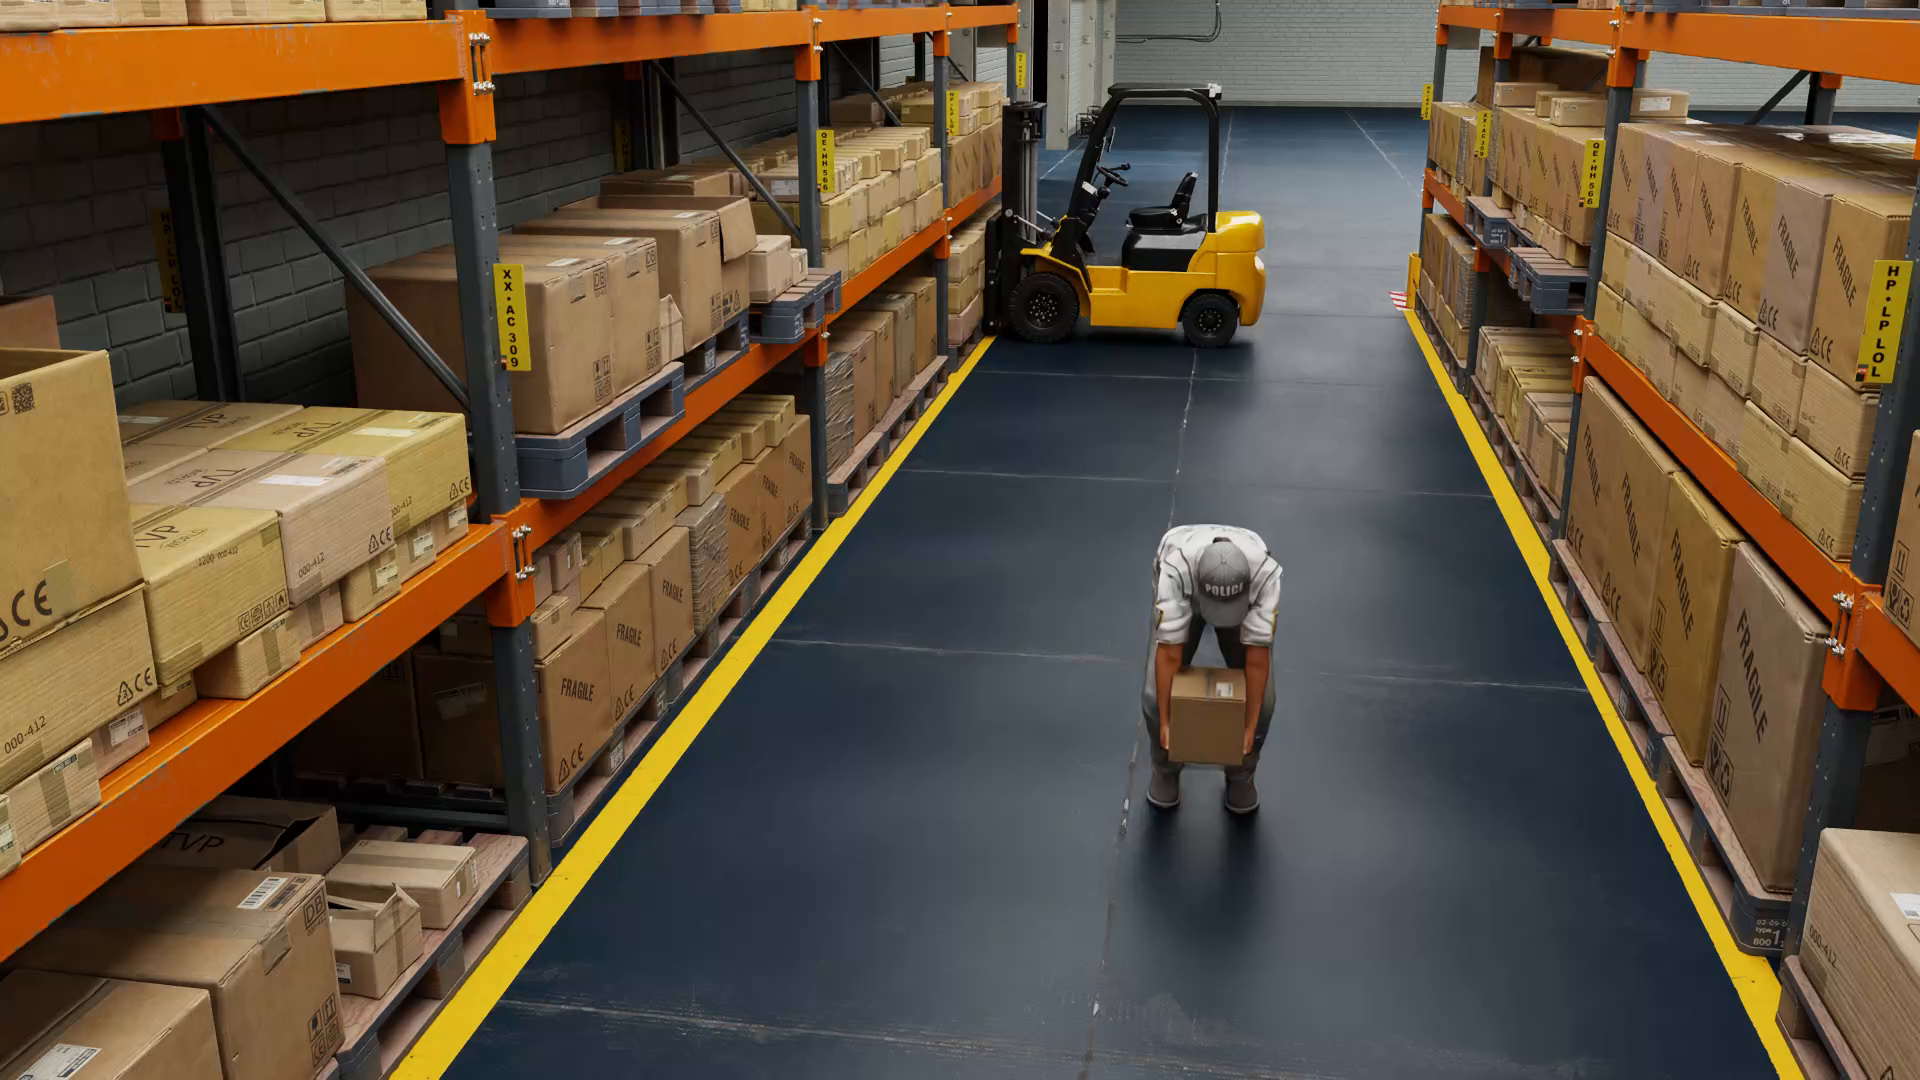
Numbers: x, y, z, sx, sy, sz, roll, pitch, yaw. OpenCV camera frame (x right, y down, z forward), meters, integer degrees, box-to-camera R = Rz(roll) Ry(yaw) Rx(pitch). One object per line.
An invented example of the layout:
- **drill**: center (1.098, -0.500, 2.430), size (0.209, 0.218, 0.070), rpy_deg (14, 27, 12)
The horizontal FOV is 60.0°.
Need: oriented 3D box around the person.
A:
- **person**: center (0.892, 0.465, 5.923), size (0.488, 1.175, 0.894), rpy_deg (2, 18, 7)
